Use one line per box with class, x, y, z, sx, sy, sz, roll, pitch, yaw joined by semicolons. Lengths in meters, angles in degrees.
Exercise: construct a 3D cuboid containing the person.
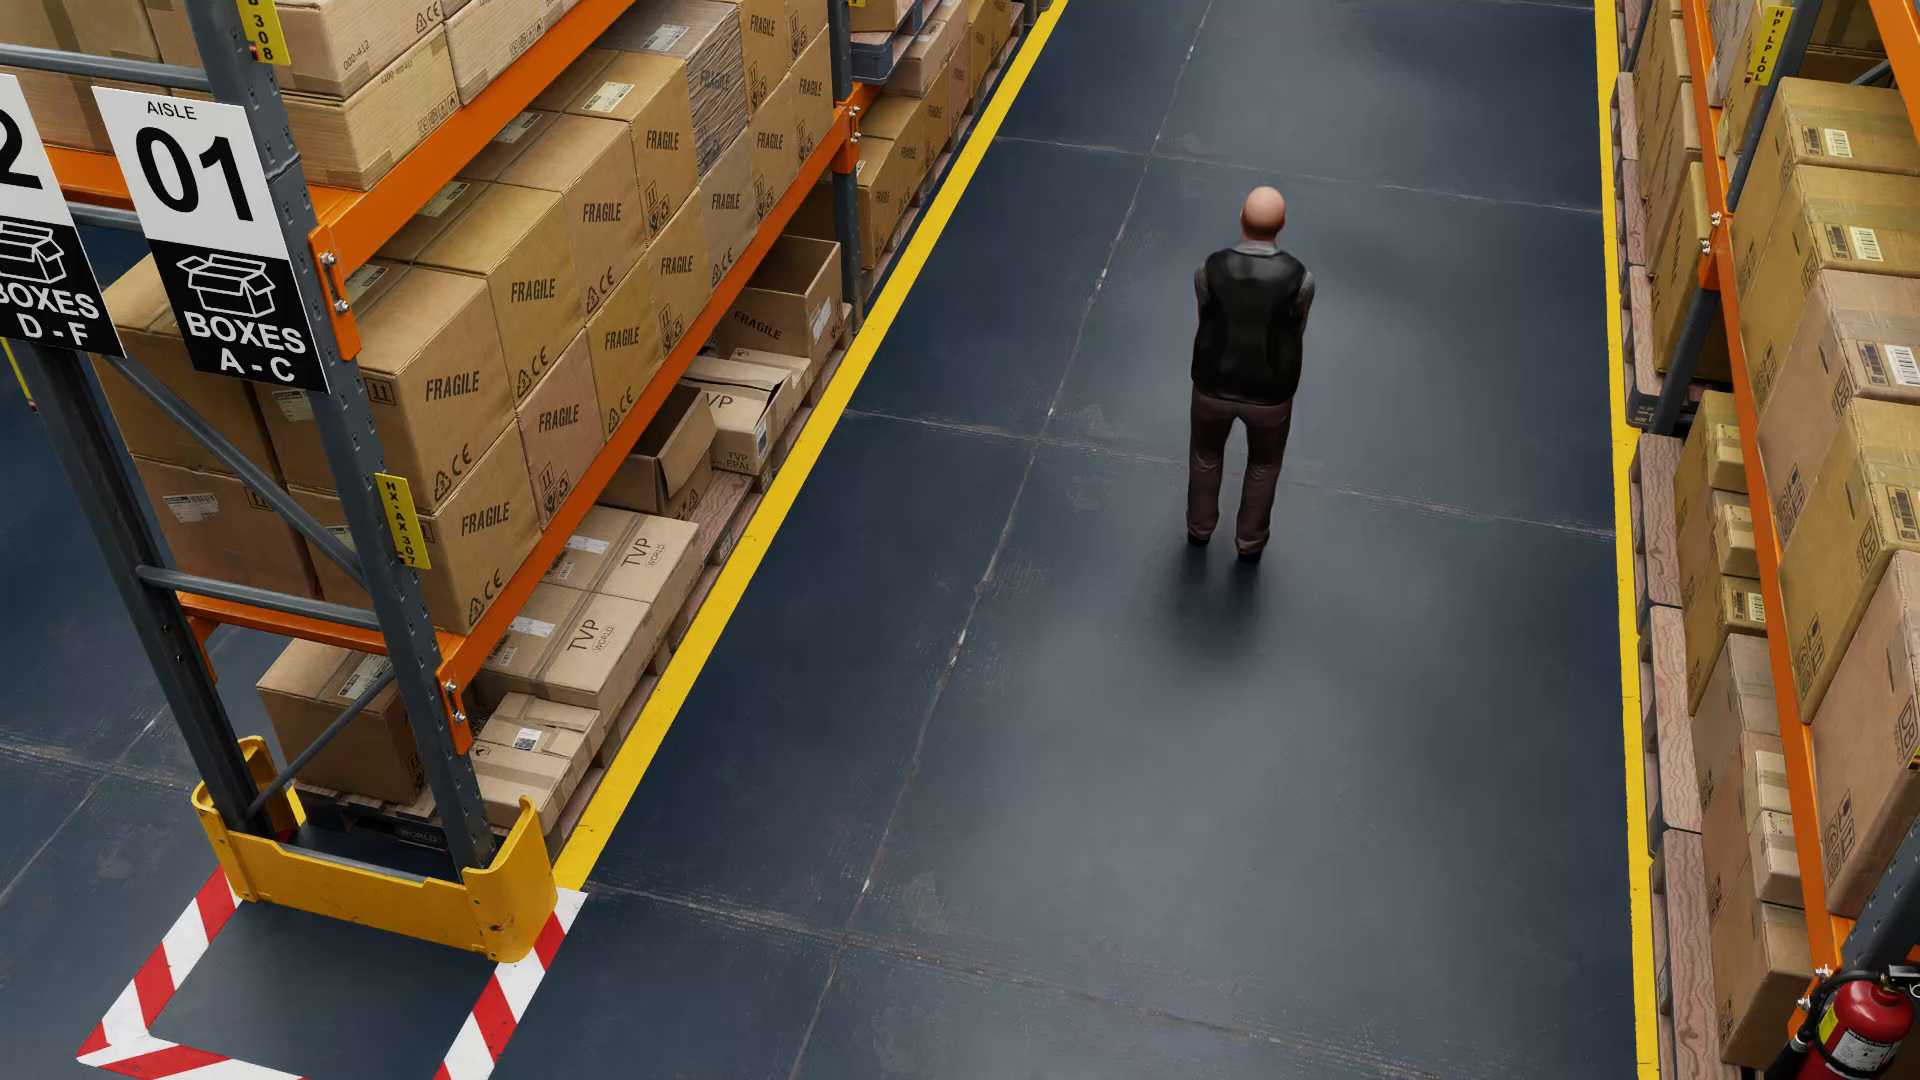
person;1.188;-0.696;7.004;0.486;1.703;0.560;9;42;11
